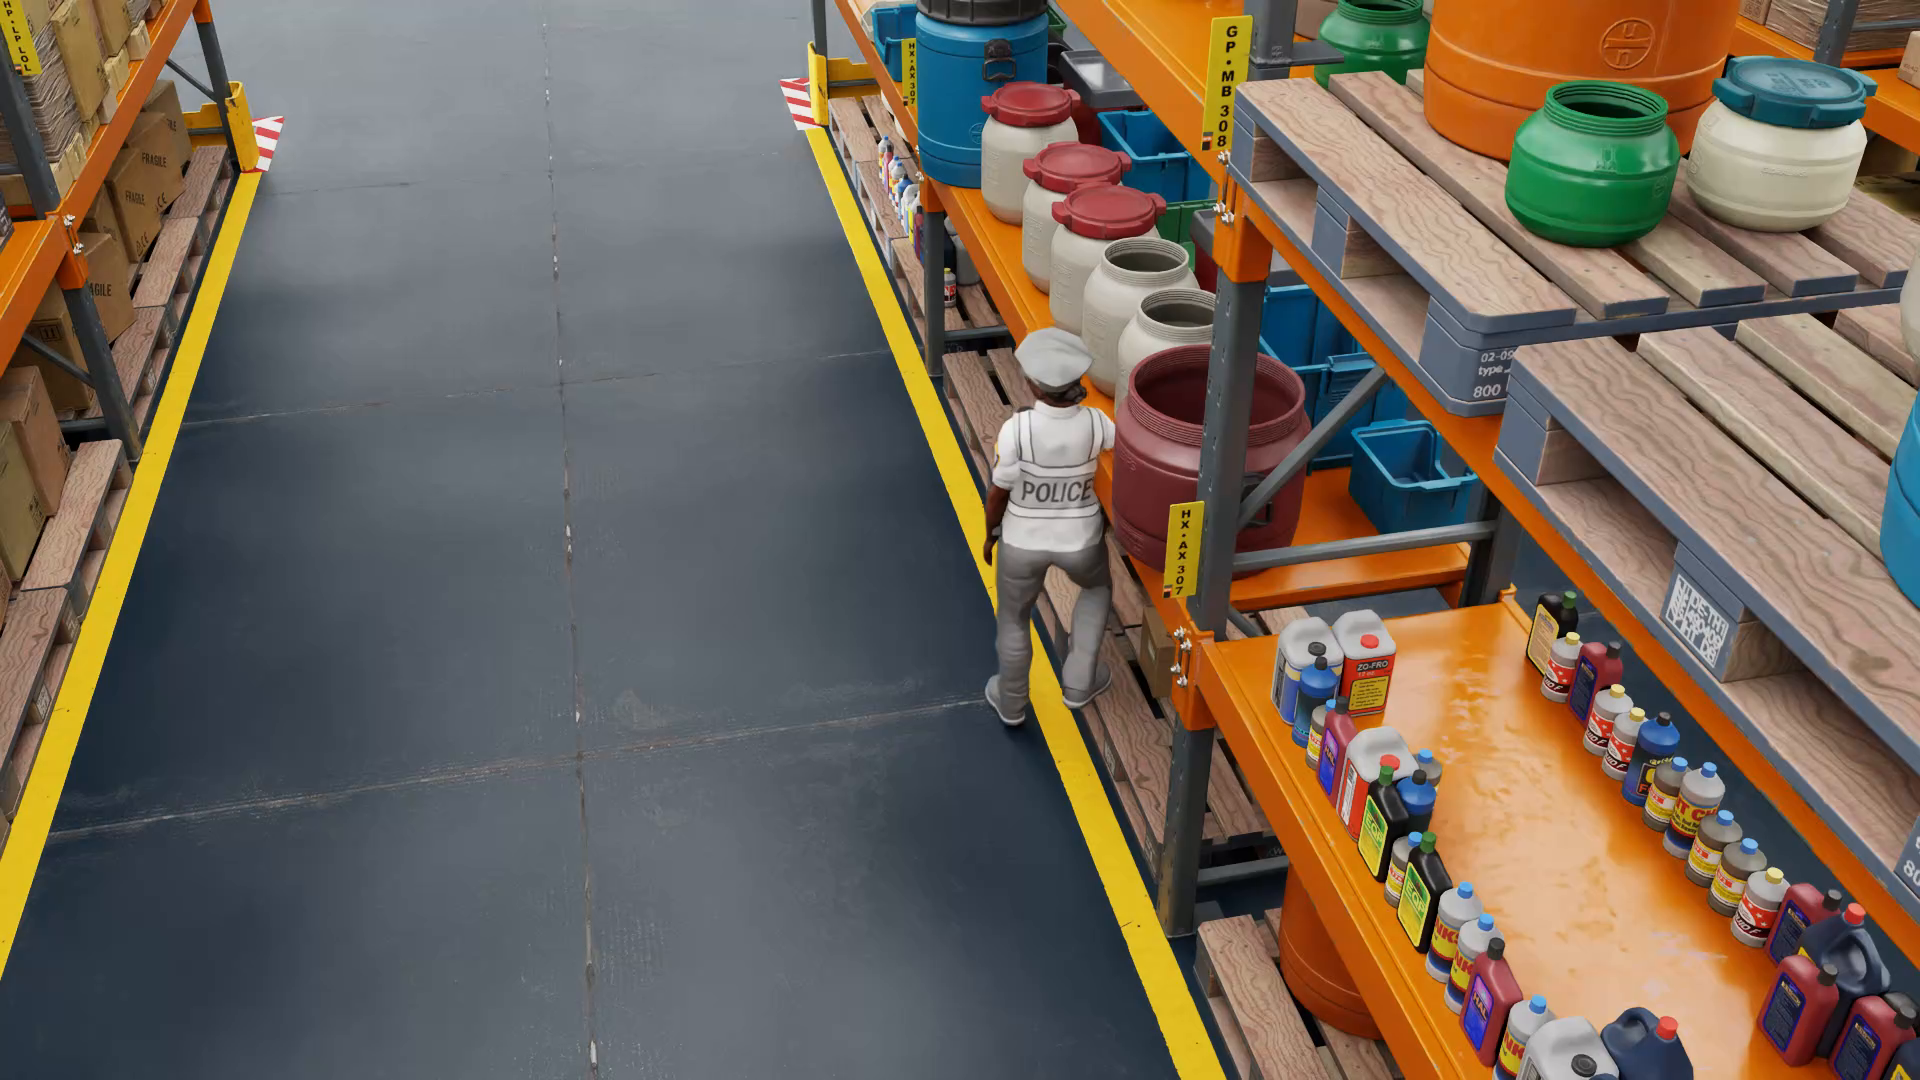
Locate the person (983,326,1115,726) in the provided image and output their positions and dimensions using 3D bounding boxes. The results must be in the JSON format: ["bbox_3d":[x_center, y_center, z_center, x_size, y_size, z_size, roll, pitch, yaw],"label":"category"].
[{"bbox_3d":[0.341,-0.004,6.096,0.509,1.675,0.433,-1,35,-2],"label":"person"}]
